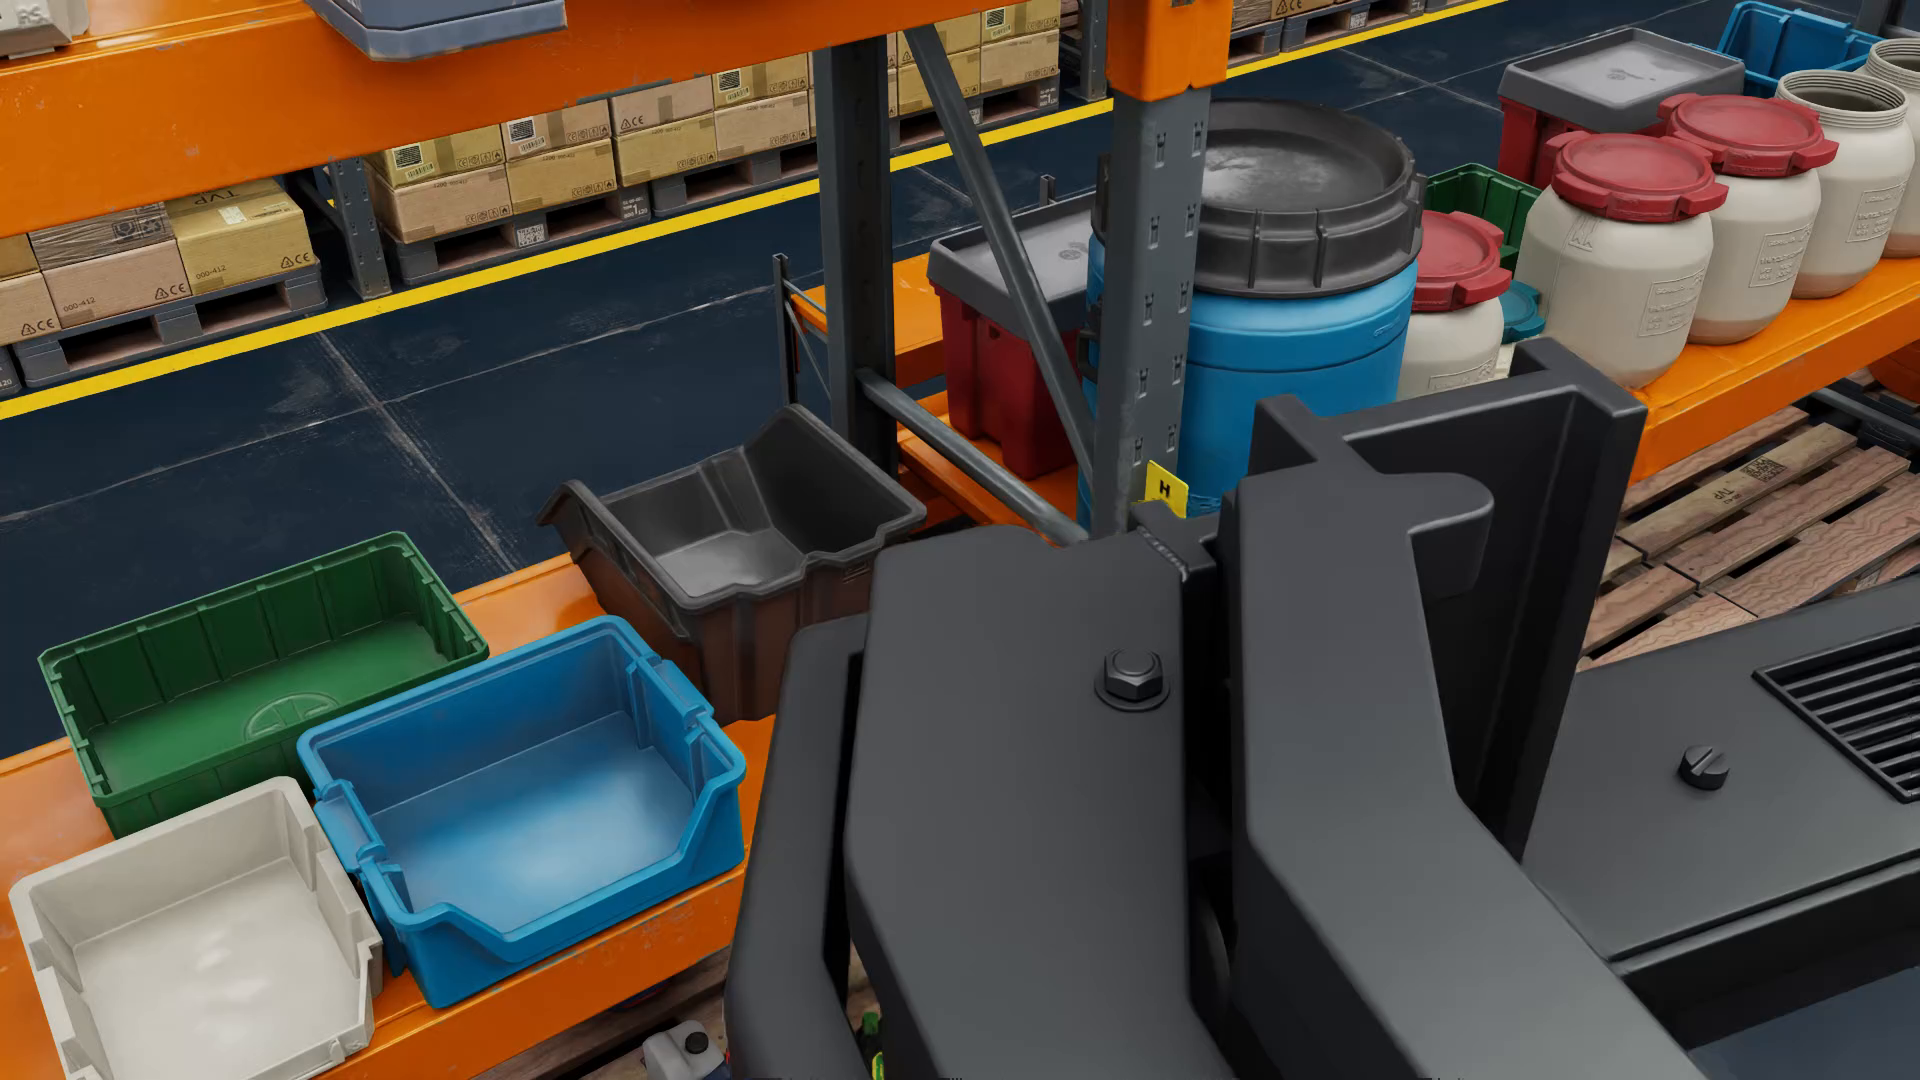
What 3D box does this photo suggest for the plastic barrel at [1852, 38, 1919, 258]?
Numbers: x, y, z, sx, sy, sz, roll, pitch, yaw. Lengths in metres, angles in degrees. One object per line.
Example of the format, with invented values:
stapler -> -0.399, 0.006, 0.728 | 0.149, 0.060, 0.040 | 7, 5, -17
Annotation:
plastic barrel -> 2.597, -1.079, 4.586 | 0.421, 0.512, 0.421 | 0, 36, 0

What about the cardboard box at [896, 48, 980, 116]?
cardboard box -> -0.244, -2.433, 8.559 | 0.500, 0.250, 0.500 | -23, 42, -28

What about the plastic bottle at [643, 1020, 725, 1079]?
plastic bottle -> -0.578, 1.147, 3.542 | 0.135, 0.276, 0.152 | -22, 41, -28

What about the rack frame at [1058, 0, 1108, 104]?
rack frame -> 0.465, -3.847, 8.530 | 0.127, 3.000, 1.000 | -22, 41, -28

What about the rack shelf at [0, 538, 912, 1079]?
rack shelf -> -1.589, 0.829, 2.645 | 4.000, 0.370, 1.077 | -22, 41, -28

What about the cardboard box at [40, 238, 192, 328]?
cardboard box -> -3.472, -1.132, 6.750 | 0.500, 0.250, 0.500 | -22, 41, -28

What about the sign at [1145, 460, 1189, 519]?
sign -> 0.353, 0.018, 2.919 | 0.005, 0.325, 0.100 | -22, 41, -28

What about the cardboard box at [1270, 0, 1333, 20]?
cardboard box -> 1.839, -3.373, 9.634 | 0.500, 0.500, 0.500 | -23, 42, -28

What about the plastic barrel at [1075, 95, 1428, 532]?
plastic barrel -> 0.536, -0.325, 3.204 | 0.708, 0.901, 0.600 | -22, 41, -28

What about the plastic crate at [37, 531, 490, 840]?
plastic crate -> -1.227, 0.272, 2.985 | 0.662, 0.188, 0.450 | -22, 41, -28

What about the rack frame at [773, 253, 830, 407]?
rack frame -> -0.410, -0.288, 5.187 | 0.032, 1.125, 0.500 | -22, 41, -28

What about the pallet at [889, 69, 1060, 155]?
pallet -> -0.231, -2.457, 8.985 | 1.213, 0.211, 1.003 | -22, 41, -28

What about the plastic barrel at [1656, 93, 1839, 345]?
plastic barrel -> 1.907, -0.801, 4.178 | 0.433, 0.535, 0.433 | 0, 36, 0

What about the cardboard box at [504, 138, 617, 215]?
cardboard box -> -1.914, -1.744, 7.602 | 0.500, 0.250, 0.500 | -21, 41, -27

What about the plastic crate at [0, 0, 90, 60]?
plastic crate -> -1.034, -0.514, 1.553 | 0.396, 0.136, 0.243 | -22, 41, -28

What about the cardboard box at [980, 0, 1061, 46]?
cardboard box -> 0.178, -2.835, 8.638 | 0.500, 0.311, 0.500 | -21, 41, -27

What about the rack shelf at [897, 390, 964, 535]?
rack shelf -> 0.006, -0.260, 5.567 | 1.000, 0.278, 0.538 | -22, 41, -28

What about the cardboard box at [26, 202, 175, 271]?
cardboard box -> -3.474, -1.437, 6.532 | 0.500, 0.500, 0.500 | -22, 41, -28

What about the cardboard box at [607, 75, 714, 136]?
cardboard box -> -1.489, -2.144, 7.677 | 0.500, 0.311, 0.500 | -24, 42, -29

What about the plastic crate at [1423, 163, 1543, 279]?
plastic crate -> 1.306, -0.771, 4.434 | 0.662, 0.188, 0.450 | -22, 41, -28

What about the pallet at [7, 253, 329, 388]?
pallet -> -3.479, -1.122, 7.129 | 1.213, 0.211, 1.003 | -22, 41, -28

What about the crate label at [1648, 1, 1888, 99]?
crate label -> 2.347, -1.291, 4.946 | 0.616, 0.435, 0.502 | -22, 41, -28

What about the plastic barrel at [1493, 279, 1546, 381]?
plastic barrel -> 1.216, -0.452, 3.928 | 0.301, 0.262, 0.301 | 0, 36, 0

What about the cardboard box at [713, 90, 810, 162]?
cardboard box -> -1.076, -2.091, 8.083 | 0.500, 0.250, 0.500 | -22, 41, -27

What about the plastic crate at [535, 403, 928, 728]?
plastic crate -> -0.456, 0.004, 3.228 | 0.504, 0.338, 0.767 | -22, 41, -28

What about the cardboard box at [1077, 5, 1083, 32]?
cardboard box -> 1.001, -3.028, 9.155 | 0.500, 0.500, 0.500 | -21, 41, -26

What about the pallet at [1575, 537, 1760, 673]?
pallet -> 1.663, 0.300, 5.152 | 1.213, 0.211, 1.003 | -22, 41, -28

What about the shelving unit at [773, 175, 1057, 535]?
shelving unit -> 0.006, -0.459, 5.425 | 1.048, 1.125, 0.538 | -22, 41, -28

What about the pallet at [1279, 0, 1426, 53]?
pallet -> 2.093, -3.356, 10.235 | 1.213, 0.211, 1.003 | -22, 41, -28

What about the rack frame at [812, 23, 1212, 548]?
rack frame -> 0.045, -0.136, 3.370 | 0.127, 3.000, 1.000 | -22, 41, -28

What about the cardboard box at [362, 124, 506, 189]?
cardboard box -> -2.324, -1.804, 7.204 | 0.500, 0.311, 0.500 | -22, 41, -28

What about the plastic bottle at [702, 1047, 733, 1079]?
plastic bottle -> -0.472, 1.179, 3.433 | 0.185, 0.351, 0.144 | -25, 42, -30

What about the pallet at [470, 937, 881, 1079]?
pallet -> -0.528, 1.202, 3.898 | 1.213, 0.211, 1.003 | -22, 41, -28

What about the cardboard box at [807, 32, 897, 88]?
cardboard box -> -0.657, -2.489, 8.156 | 0.500, 0.311, 0.500 | -23, 41, -28

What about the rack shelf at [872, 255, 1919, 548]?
rack shelf -> 1.680, -0.517, 4.516 | 4.000, 0.370, 1.077 | -22, 41, -28

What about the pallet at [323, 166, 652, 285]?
pallet -> -2.225, -1.636, 7.844 | 1.213, 0.211, 1.003 | -22, 41, -28
